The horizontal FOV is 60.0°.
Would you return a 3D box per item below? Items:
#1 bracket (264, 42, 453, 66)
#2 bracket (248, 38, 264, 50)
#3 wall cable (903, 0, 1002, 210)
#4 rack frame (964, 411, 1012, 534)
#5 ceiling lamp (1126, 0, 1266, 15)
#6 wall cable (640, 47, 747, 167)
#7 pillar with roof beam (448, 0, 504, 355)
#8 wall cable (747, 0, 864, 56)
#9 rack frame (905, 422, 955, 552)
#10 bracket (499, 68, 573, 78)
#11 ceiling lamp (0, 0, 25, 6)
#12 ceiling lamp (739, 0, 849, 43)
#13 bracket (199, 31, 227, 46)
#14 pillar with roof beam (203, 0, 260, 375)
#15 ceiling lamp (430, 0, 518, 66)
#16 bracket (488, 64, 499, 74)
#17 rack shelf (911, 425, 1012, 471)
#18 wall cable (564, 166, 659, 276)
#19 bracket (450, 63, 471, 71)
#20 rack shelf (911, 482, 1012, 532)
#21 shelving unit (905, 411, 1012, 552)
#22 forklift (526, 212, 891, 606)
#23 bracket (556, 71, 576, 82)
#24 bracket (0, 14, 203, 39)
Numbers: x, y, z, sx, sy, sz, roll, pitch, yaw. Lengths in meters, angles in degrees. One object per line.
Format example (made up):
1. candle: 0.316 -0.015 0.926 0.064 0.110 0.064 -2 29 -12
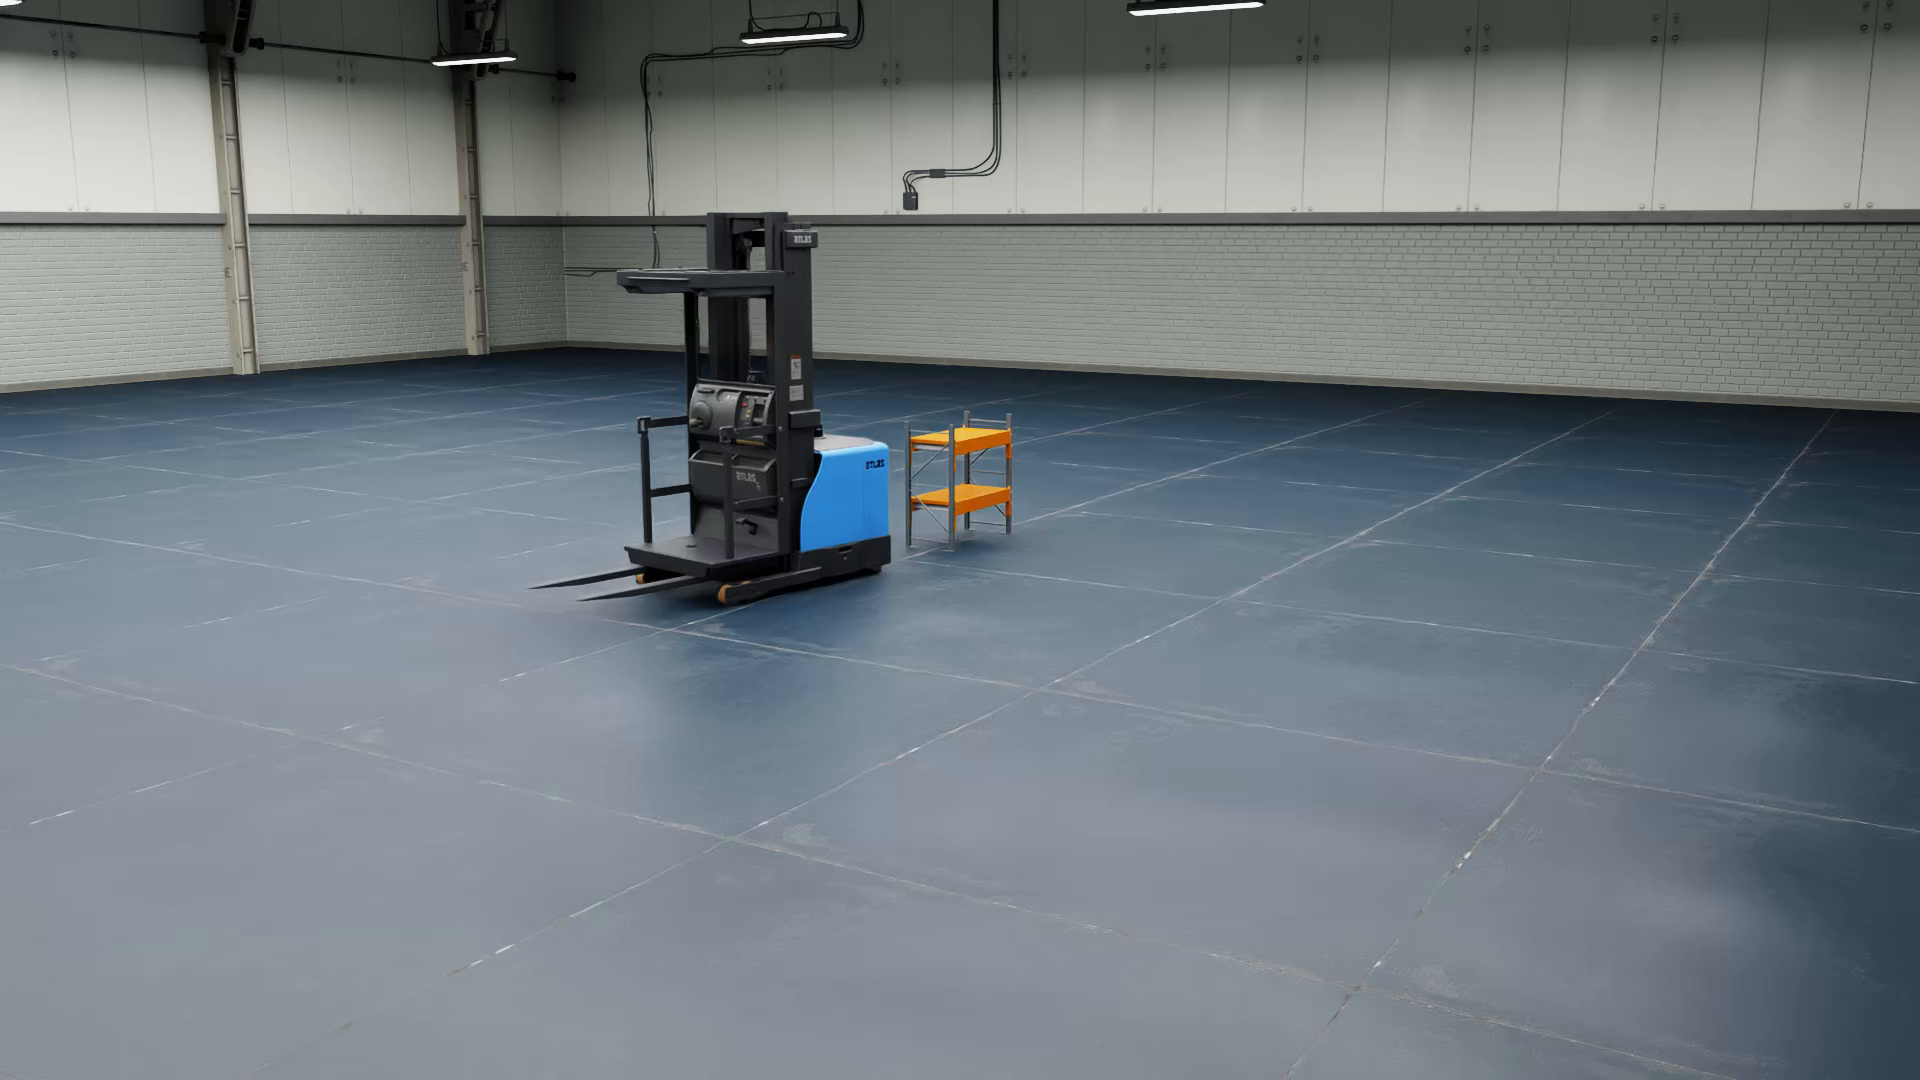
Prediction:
1. bracket: -12.202 -9.914 33.970 0.076 0.066 4.783 6 12 31
2. bracket: -13.548 -9.506 31.791 0.235 0.232 0.430 6 12 31
3. wall cable: -0.187 -9.748 33.625 2.305 6.003 0.169 6 12 31
4. rack frame: 0.260 -0.632 15.568 0.500 1.125 0.032 6 12 31
5. ceiling lamp: 3.451 -9.076 23.414 2.000 3.185 0.800 6 12 31
6. wall cable: -5.980 -9.684 37.236 3.097 2.526 0.112 6 12 31
7. pillar with roof beam: -7.273 -8.238 34.799 9.100 9.000 0.548 6 12 31
8. wall cable: -3.335 -11.624 35.238 3.097 2.526 0.112 6 12 31
9. rack frame: -0.267 -0.472 14.714 0.500 1.125 0.032 6 12 31
10. bracket: -9.509 -10.730 38.326 0.076 0.066 3.189 6 12 31
11. ceiling lamp: -13.629 -9.024 23.135 2.000 3.185 0.800 6 12 31
12. ceiling lamp: -2.583 -9.751 27.017 2.000 3.185 0.800 6 12 31
13. bracket: -13.979 -9.376 31.094 0.235 0.232 0.430 6 12 31
14. pillar with roof beam: -10.388 -7.294 29.758 9.100 9.000 0.548 6 12 31
15. ceiling lamp: -8.899 -10.457 30.788 2.000 3.185 0.800 6 12 31
16. bracket: -10.433 -10.450 36.832 0.235 0.232 0.430 6 12 31
17. rack shelf: -0.004 -0.840 15.087 0.538 0.278 1.000 6 12 31
18. wall cable: -8.292 -7.460 39.081 3.097 2.526 0.112 6 12 31
19. bracket: -10.864 -10.319 36.134 0.235 0.232 0.430 6 12 31
20. rack shelf: -0.004 -0.311 15.186 0.538 0.278 1.000 6 12 31
21. shelving unit: -0.004 -0.552 15.141 0.538 1.125 1.048 6 12 31
22. forklift: -1.929 -1.043 12.856 1.130 2.935 3.031 9 14 41
23. bracket: -9.203 -10.823 38.823 0.235 0.232 0.430 6 12 31
24. bracket: -15.317 -8.970 28.930 0.076 0.066 4.783 6 12 31
